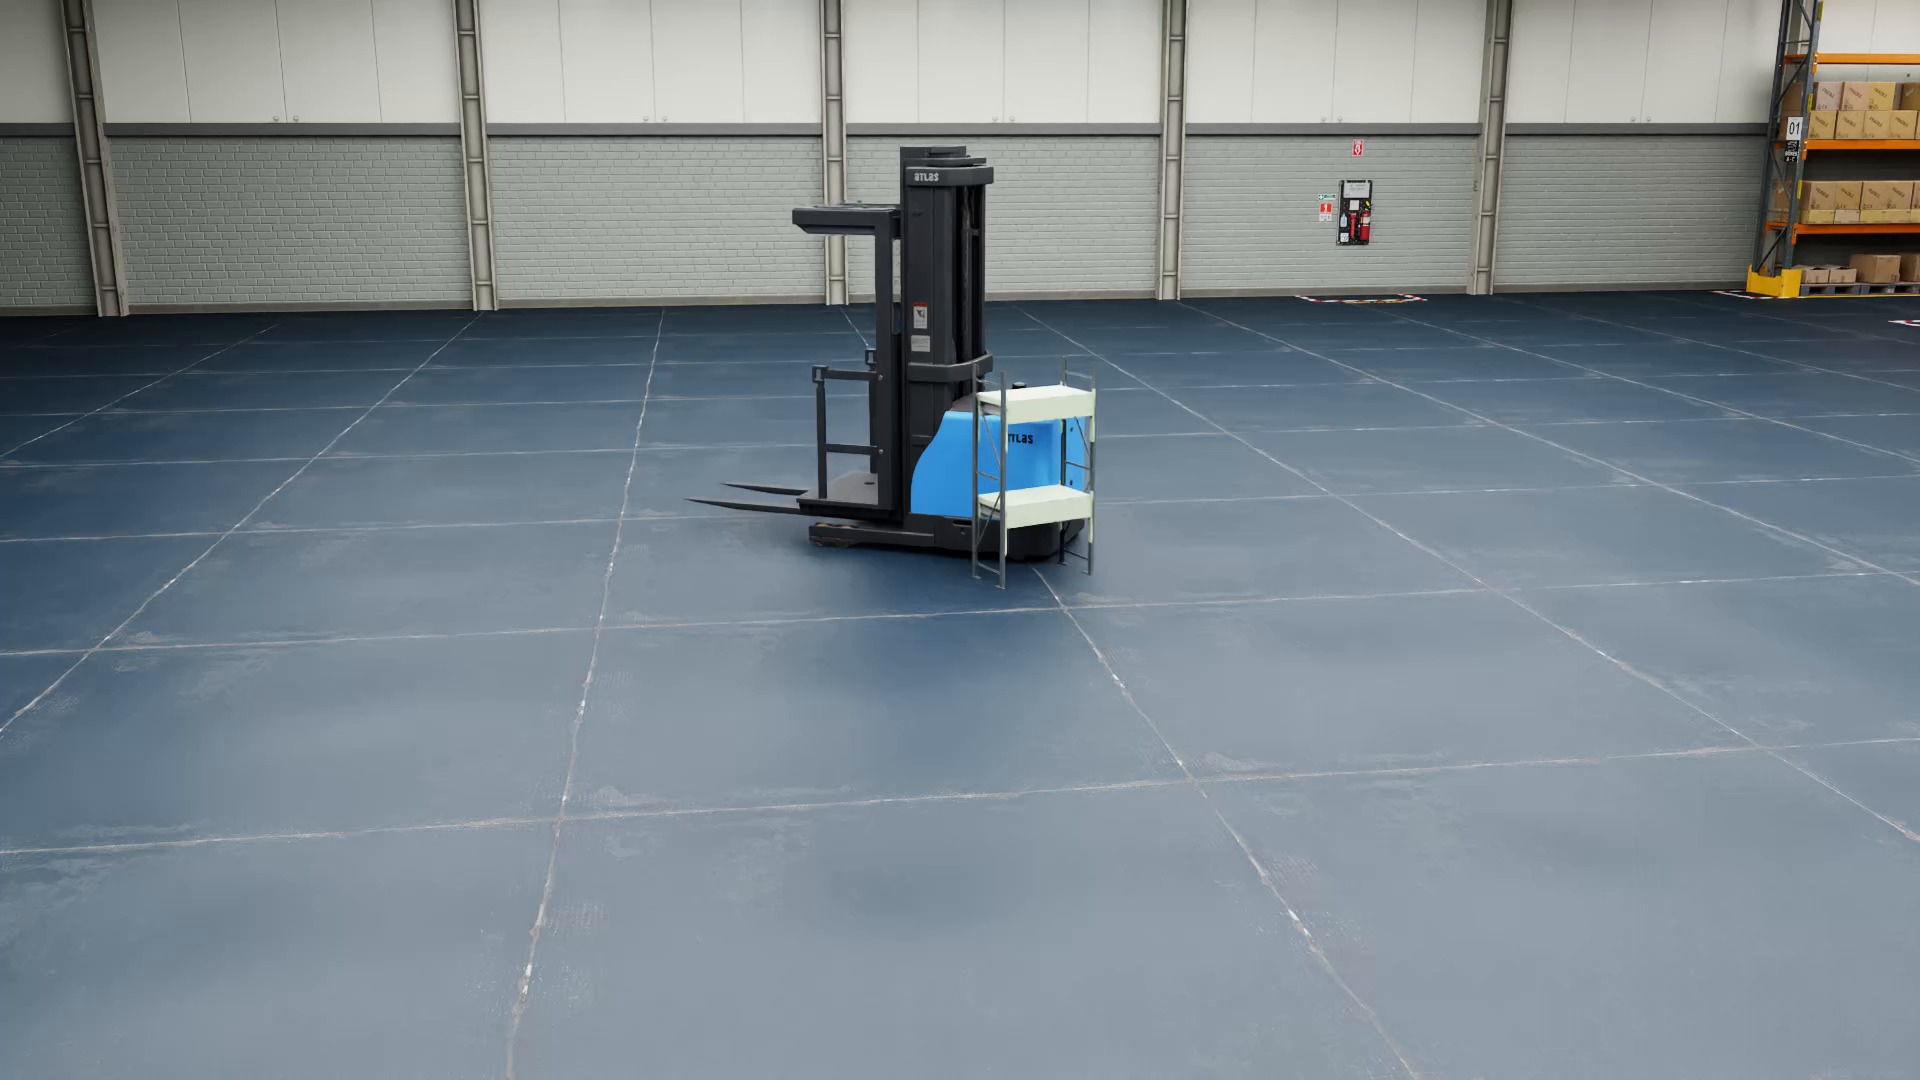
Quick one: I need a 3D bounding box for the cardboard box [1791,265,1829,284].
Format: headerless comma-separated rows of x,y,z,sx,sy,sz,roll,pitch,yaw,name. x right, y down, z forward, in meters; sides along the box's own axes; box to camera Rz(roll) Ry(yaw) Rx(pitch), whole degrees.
15.763,-4.951,30.921,0.500,0.311,0.500,-4,15,-15,cardboard box

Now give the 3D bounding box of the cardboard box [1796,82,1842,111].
15.482,-7.992,29.955,0.500,0.500,0.500,-3,14,-12,cardboard box

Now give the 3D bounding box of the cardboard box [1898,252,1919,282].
18.000,-5.137,31.274,0.500,0.500,0.500,-3,14,-13,cardboard box

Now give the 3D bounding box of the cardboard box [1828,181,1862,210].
16.072,-6.300,30.401,0.500,0.500,0.500,-2,14,-8,cardboard box

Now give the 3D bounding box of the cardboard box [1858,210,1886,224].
16.611,-5.956,30.572,0.500,0.250,0.500,-2,14,-9,cardboard box

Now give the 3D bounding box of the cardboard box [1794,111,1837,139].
15.433,-7.504,30.063,0.500,0.500,0.500,-2,14,-7,cardboard box

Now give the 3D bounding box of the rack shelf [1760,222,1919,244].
17.043,-5.762,31.010,4.000,0.370,1.077,-2,14,-8,rack shelf

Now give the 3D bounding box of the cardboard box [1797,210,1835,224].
15.595,-5.917,30.415,0.500,0.250,0.500,-3,14,-10,cardboard box

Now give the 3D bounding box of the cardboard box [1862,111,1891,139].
16.482,-7.534,30.185,0.500,0.500,0.500,-1,14,-6,cardboard box

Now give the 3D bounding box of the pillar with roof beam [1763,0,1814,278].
16.270,-8.146,26.705,0.400,9.000,9.100,-2,14,-8,pillar with roof beam

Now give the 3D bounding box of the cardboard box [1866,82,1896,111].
16.491,-8.019,30.064,0.500,0.500,0.500,-2,14,-7,cardboard box

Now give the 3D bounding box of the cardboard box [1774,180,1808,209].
15.500,-6.407,30.830,0.500,0.500,0.500,-2,14,-9,cardboard box

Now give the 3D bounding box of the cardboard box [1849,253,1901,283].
17.059,-5.078,31.038,0.500,0.500,0.700,-3,14,-12,cardboard box

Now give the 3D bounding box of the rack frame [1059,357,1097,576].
0.830,-0.520,11.712,0.023,1.500,0.400,-8,16,-29,rack frame

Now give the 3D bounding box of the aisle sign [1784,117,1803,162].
15.039,-7.225,30.019,0.004,0.787,0.394,-2,14,-8,aisle sign

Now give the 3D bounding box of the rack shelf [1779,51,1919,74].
17.043,-8.670,30.281,4.000,0.370,1.077,-2,14,-8,rack shelf

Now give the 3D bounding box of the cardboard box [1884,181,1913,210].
17.093,-6.338,30.555,0.500,0.500,0.500,-2,14,-7,cardboard box

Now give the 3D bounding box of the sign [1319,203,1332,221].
6.684,-5.996,30.391,0.234,0.329,0.001,-2,14,-8,sign

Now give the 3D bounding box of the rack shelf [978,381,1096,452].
0.514,-0.854,11.438,0.720,0.370,0.431,-8,16,-29,rack shelf

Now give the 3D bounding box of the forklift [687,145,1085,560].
-0.611,-1.476,12.581,3.031,2.935,1.130,5,15,19,forklift

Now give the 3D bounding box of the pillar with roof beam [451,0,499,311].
-7.462,-7.277,23.237,0.400,9.000,9.100,-2,14,-8,pillar with roof beam

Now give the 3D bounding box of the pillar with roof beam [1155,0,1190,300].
4.404,-7.711,24.971,0.400,9.000,9.100,-2,14,-8,pillar with roof beam

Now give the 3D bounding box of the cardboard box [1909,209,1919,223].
17.608,-5.992,30.717,0.500,0.250,0.500,-2,14,-9,cardboard box

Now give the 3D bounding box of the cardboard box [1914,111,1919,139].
17.514,-7.574,30.345,0.500,0.500,0.500,-3,14,-11,cardboard box

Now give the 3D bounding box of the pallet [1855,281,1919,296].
17.153,-4.753,31.240,1.213,0.211,1.003,-2,14,-8,pallet

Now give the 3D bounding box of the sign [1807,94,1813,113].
15.146,-7.787,29.642,0.005,0.325,0.100,-2,14,-8,sign

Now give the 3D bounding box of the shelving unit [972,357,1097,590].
0.514,-0.475,11.533,0.755,1.500,0.431,-8,16,-29,shelving unit

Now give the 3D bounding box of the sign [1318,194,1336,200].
6.690,-6.251,30.319,0.331,0.109,0.001,-2,14,-8,sign

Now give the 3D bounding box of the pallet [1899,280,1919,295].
18.362,-4.798,31.420,1.213,0.211,1.003,-2,14,-8,pallet

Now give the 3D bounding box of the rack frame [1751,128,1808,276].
15.065,-6.038,30.633,0.127,3.000,1.000,-2,14,-8,rack frame

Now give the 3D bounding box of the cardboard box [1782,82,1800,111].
15.453,-8.115,30.445,0.500,0.500,0.500,-1,14,-6,cardboard box
